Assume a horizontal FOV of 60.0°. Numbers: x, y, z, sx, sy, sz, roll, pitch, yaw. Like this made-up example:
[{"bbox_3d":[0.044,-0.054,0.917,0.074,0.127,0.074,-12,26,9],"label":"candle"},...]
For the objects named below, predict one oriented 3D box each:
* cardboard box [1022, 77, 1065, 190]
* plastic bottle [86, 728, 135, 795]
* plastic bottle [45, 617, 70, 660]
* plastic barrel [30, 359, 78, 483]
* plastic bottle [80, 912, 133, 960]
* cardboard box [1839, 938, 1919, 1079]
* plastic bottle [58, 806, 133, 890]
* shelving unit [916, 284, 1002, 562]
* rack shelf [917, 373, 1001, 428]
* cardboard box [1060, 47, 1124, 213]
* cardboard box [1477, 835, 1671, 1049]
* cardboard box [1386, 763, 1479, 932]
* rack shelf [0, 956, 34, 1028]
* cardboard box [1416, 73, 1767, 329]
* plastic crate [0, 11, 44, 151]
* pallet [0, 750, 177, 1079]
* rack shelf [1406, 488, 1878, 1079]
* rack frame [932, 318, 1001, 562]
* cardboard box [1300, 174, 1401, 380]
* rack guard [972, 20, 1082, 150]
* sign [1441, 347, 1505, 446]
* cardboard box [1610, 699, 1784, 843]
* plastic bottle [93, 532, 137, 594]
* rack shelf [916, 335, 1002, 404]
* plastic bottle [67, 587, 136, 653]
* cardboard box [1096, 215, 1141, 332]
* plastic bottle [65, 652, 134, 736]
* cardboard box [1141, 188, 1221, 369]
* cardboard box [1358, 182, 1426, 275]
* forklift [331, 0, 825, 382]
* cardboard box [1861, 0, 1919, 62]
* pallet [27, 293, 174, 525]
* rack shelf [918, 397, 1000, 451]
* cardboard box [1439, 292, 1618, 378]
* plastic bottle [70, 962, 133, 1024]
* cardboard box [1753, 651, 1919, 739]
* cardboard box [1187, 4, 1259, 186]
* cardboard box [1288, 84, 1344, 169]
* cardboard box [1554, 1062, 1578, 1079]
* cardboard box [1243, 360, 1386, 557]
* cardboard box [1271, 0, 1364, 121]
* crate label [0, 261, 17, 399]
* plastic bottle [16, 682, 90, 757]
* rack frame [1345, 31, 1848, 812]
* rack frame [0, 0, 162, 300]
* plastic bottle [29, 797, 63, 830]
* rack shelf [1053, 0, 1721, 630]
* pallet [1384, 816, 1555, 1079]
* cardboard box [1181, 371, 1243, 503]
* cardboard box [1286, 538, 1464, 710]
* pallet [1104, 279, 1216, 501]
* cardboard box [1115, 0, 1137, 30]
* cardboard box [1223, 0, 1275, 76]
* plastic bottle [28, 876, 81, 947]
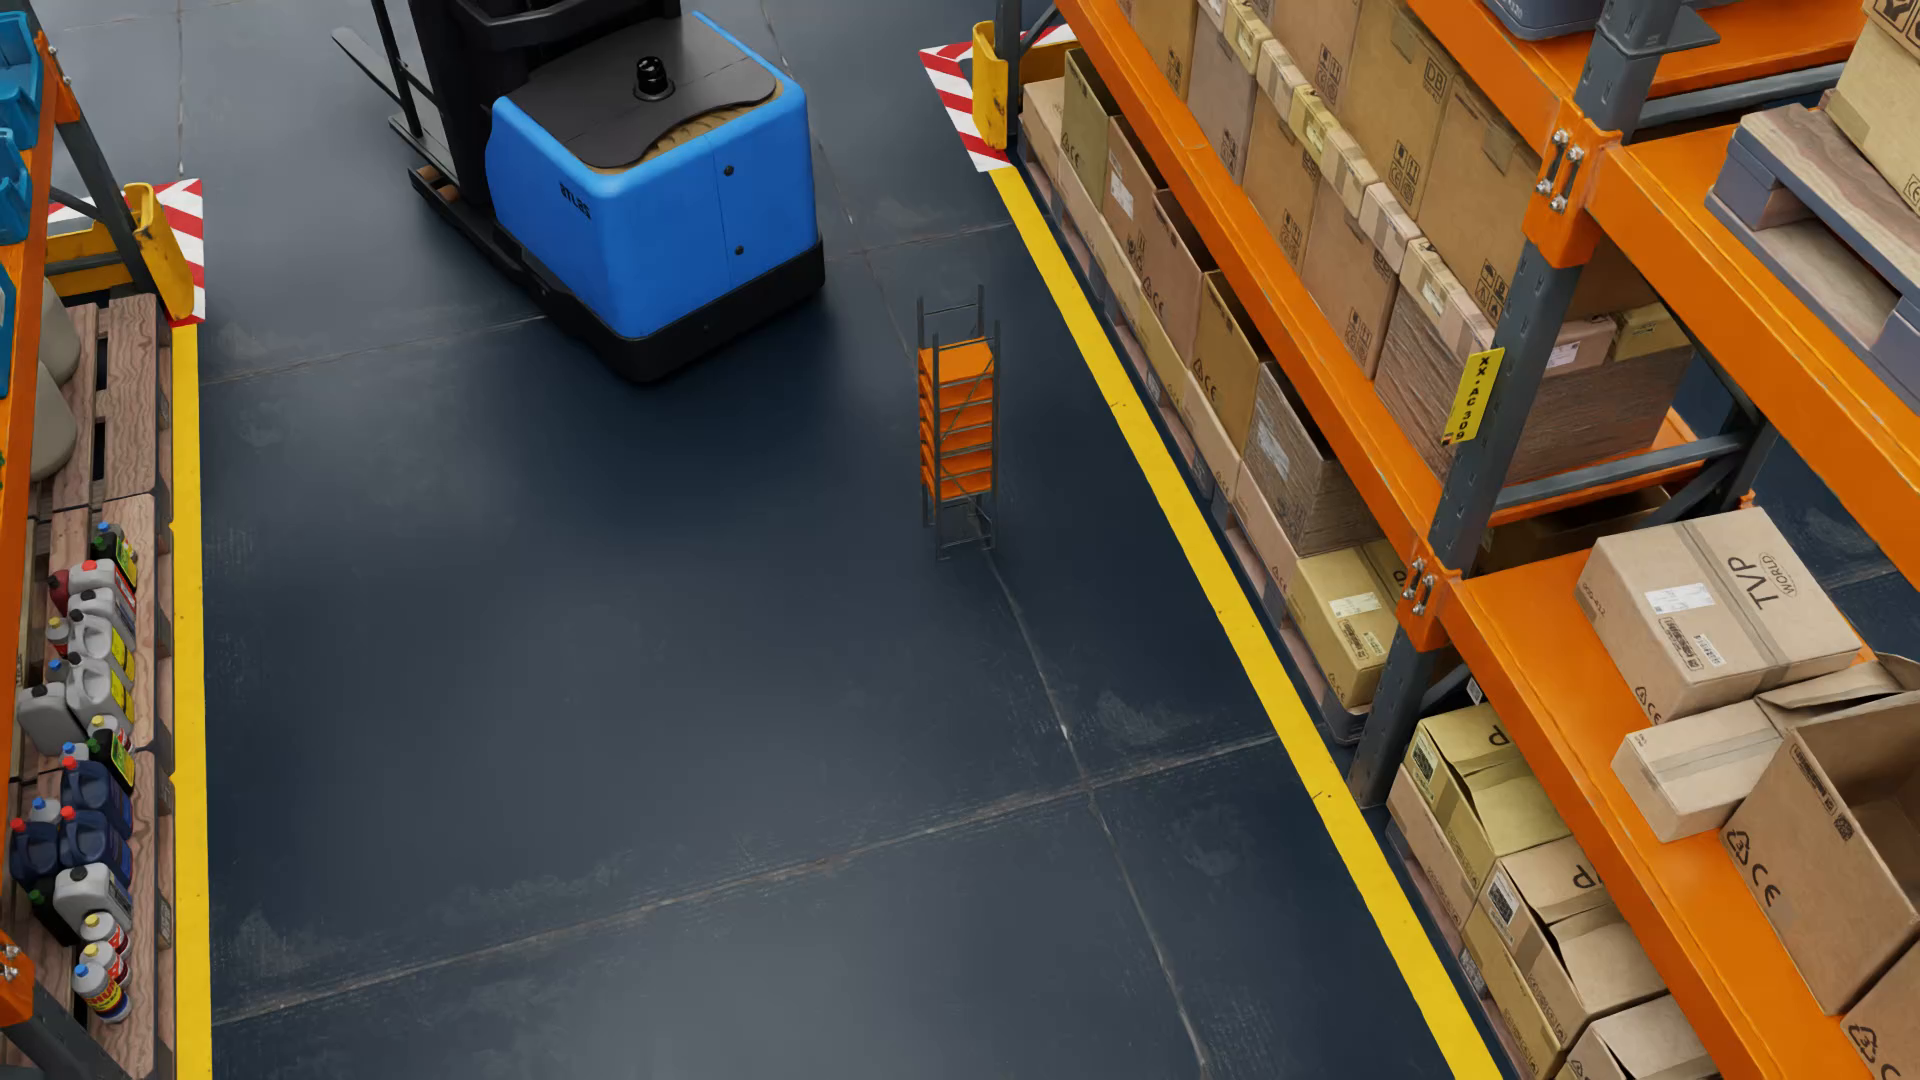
[{"bbox_3d":[0.607,-1.915,7.716,0.500,0.250,0.500,-13,51,-11],"label":"cardboard box"},{"bbox_3d":[-2.796,0.713,5.465,0.061,0.283,0.133,-11,51,-9],"label":"plastic bottle"},{"bbox_3d":[-3.134,0.345,5.829,0.097,0.201,0.097,0,50,0],"label":"plastic bottle"},{"bbox_3d":[-3.656,-0.495,6.347,0.421,0.512,0.421,0,50,0],"label":"plastic barrel"},{"bbox_3d":[-2.625,1.210,5.100,0.097,0.201,0.097,0,50,0],"label":"plastic bottle"},{"bbox_3d":[2.359,1.096,3.588,0.500,0.500,0.500,-13,51,-11],"label":"cardboard box"},{"bbox_3d":[-2.731,0.959,5.214,0.144,0.351,0.185,-12,51,-10],"label":"plastic bottle"},{"bbox_3d":[-0.004,-0.397,6.090,0.258,1.200,0.189,-13,51,-11],"label":"shelving unit"},{"bbox_3d":[-0.004,-0.523,5.940,0.258,0.103,0.180,-13,51,-11],"label":"rack shelf"},{"bbox_3d":[0.757,-1.792,7.122,0.500,0.500,0.500,-13,51,-11],"label":"cardboard box"},{"bbox_3d":[1.871,1.109,4.800,0.500,0.311,0.500,-14,51,-11],"label":"cardboard box"},{"bbox_3d":[1.726,0.915,5.330,0.500,0.250,0.500,-14,51,-12],"label":"cardboard box"},{"bbox_3d":[-2.298,2.623,2.837,1.077,0.370,4.000,-13,51,-11],"label":"rack shelf"},{"bbox_3d":[1.707,-0.960,4.473,0.700,0.500,0.500,-13,51,-11],"label":"cardboard box"},{"bbox_3d":[-3.638,-1.645,6.062,0.499,0.251,0.616,-13,51,-11],"label":"plastic crate"},{"bbox_3d":[-3.048,1.329,5.281,1.003,0.211,1.213,-13,51,-11],"label":"pallet"},{"bbox_3d":[2.435,1.506,3.779,1.077,0.370,4.000,-13,51,-11],"label":"rack shelf"},{"bbox_3d":[0.023,-0.330,6.034,0.240,1.200,0.006,-13,51,-11],"label":"rack frame"},{"bbox_3d":[1.544,-0.925,5.292,0.700,0.500,0.500,-14,51,-11],"label":"cardboard box"},{"bbox_3d":[0.654,-2.320,8.168,1.175,0.500,0.348,-13,51,-11],"label":"rack guard"},{"bbox_3d":[1.314,-0.365,4.267,0.100,0.325,0.005,-13,51,-11],"label":"sign"},{"bbox_3d":[1.911,0.588,4.247,0.380,0.149,0.250,-13,51,-11],"label":"cardboard box"},{"bbox_3d":[-3.058,0.066,6.011,0.061,0.283,0.133,-12,51,-10],"label":"plastic bottle"},{"bbox_3d":[-0.004,-0.601,5.849,0.258,0.103,0.180,-13,51,-11],"label":"rack shelf"},{"bbox_3d":[-3.021,0.279,5.836,0.152,0.276,0.135,-15,51,-12],"label":"plastic bottle"},{"bbox_3d":[0.906,-1.186,7.101,0.500,0.250,0.500,-13,51,-11],"label":"cardboard box"},{"bbox_3d":[-2.913,0.511,5.592,0.144,0.351,0.185,-14,51,-11],"label":"plastic bottle"},{"bbox_3d":[1.048,-1.061,6.505,0.500,0.500,0.500,-13,51,-11],"label":"cardboard box"},{"bbox_3d":[1.408,-0.950,4.889,0.380,0.149,0.250,-15,51,-12],"label":"cardboard box"},{"bbox_3d":[-1.944,-2.667,6.871,1.130,2.935,3.031,-33,57,-25],"label":"forklift"},{"bbox_3d":[1.989,-1.023,2.811,0.500,0.500,0.500,-13,51,-11],"label":"cardboard box"},{"bbox_3d":[-3.769,-0.453,6.783,1.003,0.211,1.213,-13,51,-11],"label":"pallet"},{"bbox_3d":[-0.004,-0.446,6.032,0.258,0.103,0.180,-13,51,-11],"label":"rack shelf"},{"bbox_3d":[1.559,-0.578,4.575,0.380,0.149,0.250,-13,51,-11],"label":"cardboard box"},{"bbox_3d":[-2.565,1.336,4.948,0.097,0.271,0.097,0,50,0],"label":"plastic bottle"},{"bbox_3d":[2.279,0.457,4.280,0.396,0.266,0.258,-14,51,-12],"label":"cardboard box"},{"bbox_3d":[1.247,-1.666,5.917,0.700,0.500,0.500,-12,51,-10],"label":"cardboard box"},{"bbox_3d":[1.260,-1.322,5.202,0.380,0.149,0.250,-14,51,-11],"label":"cardboard box"},{"bbox_3d":[2.032,1.666,4.697,0.500,0.250,0.500,-15,51,-12],"label":"cardboard box"},{"bbox_3d":[1.361,-0.334,5.893,0.500,0.500,0.500,-13,51,-11],"label":"cardboard box"},{"bbox_3d":[1.408,-1.694,5.092,0.700,0.500,0.500,-13,51,-11],"label":"cardboard box"},{"bbox_3d":[-3.269,-0.719,5.161,0.502,0.435,0.616,-13,51,-11],"label":"crate label"},{"bbox_3d":[-3.047,0.587,5.577,0.152,0.276,0.135,-13,51,-11],"label":"plastic bottle"},{"bbox_3d":[1.844,-0.187,4.735,1.000,3.000,0.127,-13,51,-11],"label":"rack frame"},{"bbox_3d":[-4.072,-1.991,6.256,1.000,3.000,0.127,-13,51,-11],"label":"rack frame"},{"bbox_3d":[-2.890,0.906,5.310,0.097,0.271,0.097,0,50,0],"label":"plastic bottle"},{"bbox_3d":[1.252,-1.415,6.242,1.077,0.370,4.000,-13,51,-11],"label":"rack shelf"},{"bbox_3d":[2.099,1.241,5.355,1.003,0.211,1.213,-13,51,-11],"label":"pallet"},{"bbox_3d":[1.198,-0.454,6.484,0.500,0.250,0.500,-13,51,-11],"label":"cardboard box"},{"bbox_3d":[1.498,0.275,5.870,0.500,0.250,0.500,-13,51,-11],"label":"cardboard box"},{"bbox_3d":[1.284,-0.771,7.051,1.003,0.211,1.213,-13,51,-11],"label":"pallet"},{"bbox_3d":[0.947,-2.414,6.547,0.700,0.500,0.500,-12,51,-10],"label":"cardboard box"},{"bbox_3d":[1.103,-1.699,5.520,0.380,0.149,0.250,-12,51,-10],"label":"cardboard box"},{"bbox_3d":[-2.788,1.127,5.116,0.061,0.283,0.133,-13,51,-11],"label":"plastic bottle"}]
